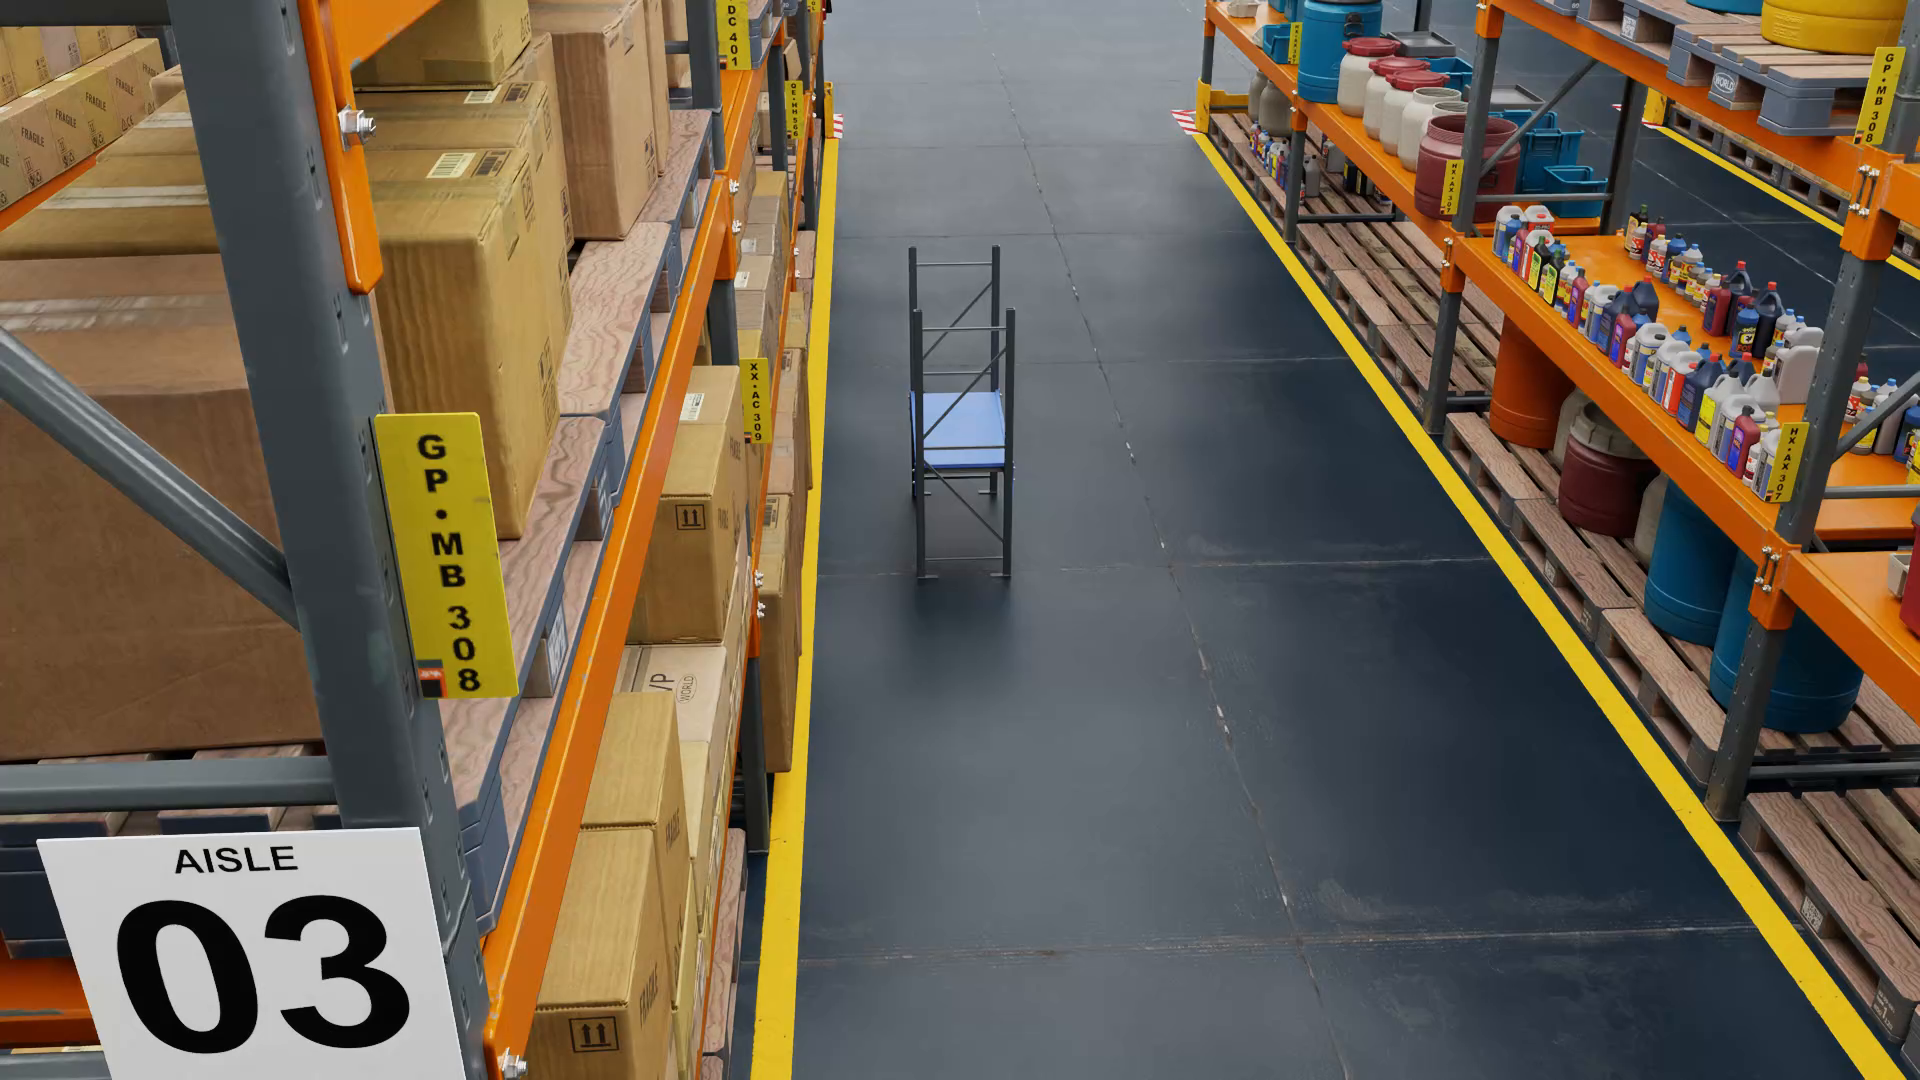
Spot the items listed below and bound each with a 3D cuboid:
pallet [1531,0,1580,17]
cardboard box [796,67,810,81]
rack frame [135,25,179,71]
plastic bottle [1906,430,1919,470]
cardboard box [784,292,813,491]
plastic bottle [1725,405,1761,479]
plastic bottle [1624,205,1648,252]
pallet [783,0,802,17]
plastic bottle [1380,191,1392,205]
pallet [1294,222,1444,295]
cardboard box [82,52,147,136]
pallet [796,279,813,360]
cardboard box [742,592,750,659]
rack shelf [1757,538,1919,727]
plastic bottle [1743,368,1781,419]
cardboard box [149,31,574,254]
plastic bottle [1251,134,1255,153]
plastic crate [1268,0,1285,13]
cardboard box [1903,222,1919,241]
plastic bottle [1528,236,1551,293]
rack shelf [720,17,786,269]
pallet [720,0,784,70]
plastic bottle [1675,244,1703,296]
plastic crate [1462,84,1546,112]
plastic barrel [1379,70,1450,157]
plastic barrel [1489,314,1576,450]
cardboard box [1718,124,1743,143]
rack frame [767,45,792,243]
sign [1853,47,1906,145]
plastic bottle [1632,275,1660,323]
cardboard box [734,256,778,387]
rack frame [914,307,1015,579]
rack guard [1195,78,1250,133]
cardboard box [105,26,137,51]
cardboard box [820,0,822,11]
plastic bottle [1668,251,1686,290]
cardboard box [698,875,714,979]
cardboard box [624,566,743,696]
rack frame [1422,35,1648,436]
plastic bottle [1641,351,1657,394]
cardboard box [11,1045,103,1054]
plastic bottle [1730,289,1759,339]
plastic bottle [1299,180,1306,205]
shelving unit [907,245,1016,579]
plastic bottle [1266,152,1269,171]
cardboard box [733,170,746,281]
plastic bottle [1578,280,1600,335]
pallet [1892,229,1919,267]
[{"bbox_3d":[3.398,-2.919,8.564,1.003,0.211,1.213,-1,28,-3],"label":"pallet"},{"bbox_3d":[-1.410,-3.751,13.470,0.380,0.149,0.250,-1,28,-3],"label":"cardboard box"},{"bbox_3d":[-6.658,-3.683,13.068,1.000,3.000,0.127,-1,28,-3],"label":"rack frame"},{"bbox_3d":[4.040,-0.387,6.964,0.097,0.201,0.097,0,28,0],"label":"plastic bottle"},{"bbox_3d":[-1.475,-0.834,9.449,1.225,0.875,0.875,-3,28,-5],"label":"cardboard box"},{"bbox_3d":[3.263,-0.409,6.918,0.061,0.283,0.133,-1,28,-3],"label":"plastic bottle"},{"bbox_3d":[3.903,-1.800,9.584,0.061,0.283,0.133,-1,28,-3],"label":"plastic bottle"},{"bbox_3d":[-1.404,-2.859,8.449,1.213,0.211,1.003,0,28,0],"label":"pallet"},{"bbox_3d":[3.668,-3.019,14.269,0.097,0.271,0.097,0,28,0],"label":"plastic bottle"},{"bbox_3d":[3.327,-2.278,13.389,1.003,0.211,1.213,-1,28,-3],"label":"pallet"},{"bbox_3d":[-6.337,-3.260,12.148,0.500,0.500,0.500,-2,28,-3],"label":"cardboard box"},{"bbox_3d":[-1.591,-1.595,12.081,1.003,0.211,1.213,-1,28,-3],"label":"pallet"},{"bbox_3d":[-0.925,0.302,5.699,0.380,0.149,0.250,-1,28,-2],"label":"cardboard box"},{"bbox_3d":[3.769,1.061,4.749,1.077,0.370,4.000,-1,28,-3],"label":"rack shelf"},{"bbox_3d":[3.434,-0.579,7.171,0.144,0.351,0.185,-1,28,-3],"label":"plastic bottle"},{"bbox_3d":[-1.272,-0.813,3.652,0.700,0.500,0.500,0,28,0],"label":"cardboard box"},{"bbox_3d":[2.827,-3.785,15.813,0.097,0.201,0.097,0,28,0],"label":"plastic bottle"},{"bbox_3d":[3.363,-5.433,16.584,0.499,0.251,0.616,-1,28,-3],"label":"plastic crate"},{"bbox_3d":[7.993,-2.532,13.381,0.500,0.250,0.500,-1,28,-1],"label":"cardboard box"},{"bbox_3d":[3.141,-1.492,8.994,0.061,0.283,0.133,-1,28,-3],"label":"plastic bottle"},{"bbox_3d":[-1.386,-1.996,7.368,1.077,0.370,4.000,-1,28,-3],"label":"rack shelf"},{"bbox_3d":[-1.343,-2.343,7.459,1.003,0.211,1.213,0,28,0],"label":"pallet"},{"bbox_3d":[3.923,-1.455,8.935,0.097,0.271,0.097,0,28,0],"label":"plastic bottle"},{"bbox_3d":[3.677,-2.810,11.326,0.402,0.464,0.583,-1,28,-3],"label":"plastic crate"},{"bbox_3d":[3.139,-2.950,11.516,0.433,0.535,0.433,0,28,0],"label":"plastic barrel"},{"bbox_3d":[3.498,-1.027,9.868,0.600,0.830,0.708,-1,28,-3],"label":"plastic barrel"},{"bbox_3d":[7.846,-4.093,16.373,0.500,0.250,0.500,-1,28,-3],"label":"cardboard box"},{"bbox_3d":[-1.491,-1.909,9.666,1.000,3.000,0.127,-1,28,-3],"label":"rack frame"},{"bbox_3d":[3.115,-1.503,5.634,0.100,0.325,0.005,-1,28,-3],"label":"sign"},{"bbox_3d":[3.377,-1.150,8.266,0.144,0.351,0.185,-1,28,-3],"label":"plastic bottle"},{"bbox_3d":[-1.141,-1.026,7.866,0.500,0.500,0.500,-1,28,-2],"label":"cardboard box"},{"bbox_3d":[0.022,-0.470,8.529,0.500,1.500,0.032,-1,28,-3],"label":"rack frame"},{"bbox_3d":[3.089,-4.581,17.492,1.175,0.500,0.348,-1,28,-3],"label":"rack guard"},{"bbox_3d":[-6.626,-3.942,12.374,0.700,0.500,0.500,-2,28,-4],"label":"cardboard box"},{"bbox_3d":[-1.761,-5.297,15.732,0.875,0.500,0.500,-1,28,-3],"label":"cardboard box"},{"bbox_3d":[3.918,-1.469,9.037,0.097,0.201,0.097,0,28,0],"label":"plastic bottle"},{"bbox_3d":[-0.844,1.015,4.332,0.380,0.149,0.250,-2,28,-4],"label":"cardboard box"},{"bbox_3d":[-0.967,0.309,5.254,0.500,0.250,0.500,-1,28,-1],"label":"cardboard box"},{"bbox_3d":[3.456,-2.028,9.896,1.000,3.000,0.127,-1,28,-3],"label":"rack frame"},{"bbox_3d":[3.235,-0.784,7.724,0.097,0.201,0.097,0,28,0],"label":"plastic bottle"},{"bbox_3d":[-1.361,1.169,2.794,0.500,0.500,0.500,-1,28,-2],"label":"cardboard box"},{"bbox_3d":[3.918,-1.124,8.288,0.061,0.283,0.133,-1,28,-3],"label":"plastic bottle"},{"bbox_3d":[2.917,-2.990,14.290,0.097,0.201,0.097,0,28,0],"label":"plastic bottle"},{"bbox_3d":[-0.004,-0.704,8.979,0.538,1.500,1.048,-1,28,-3],"label":"shelving unit"},{"bbox_3d":[2.860,-3.487,15.243,0.097,0.201,0.097,0,28,0],"label":"plastic bottle"},{"bbox_3d":[-1.396,-1.449,7.592,0.797,0.503,0.637,-1,28,-1],"label":"cardboard box"},{"bbox_3d":[3.194,-1.176,8.401,0.097,0.271,0.097,0,28,0],"label":"plastic bottle"},{"bbox_3d":[8.271,-2.418,13.658,1.003,0.211,1.213,-1,28,-3],"label":"pallet"}]
